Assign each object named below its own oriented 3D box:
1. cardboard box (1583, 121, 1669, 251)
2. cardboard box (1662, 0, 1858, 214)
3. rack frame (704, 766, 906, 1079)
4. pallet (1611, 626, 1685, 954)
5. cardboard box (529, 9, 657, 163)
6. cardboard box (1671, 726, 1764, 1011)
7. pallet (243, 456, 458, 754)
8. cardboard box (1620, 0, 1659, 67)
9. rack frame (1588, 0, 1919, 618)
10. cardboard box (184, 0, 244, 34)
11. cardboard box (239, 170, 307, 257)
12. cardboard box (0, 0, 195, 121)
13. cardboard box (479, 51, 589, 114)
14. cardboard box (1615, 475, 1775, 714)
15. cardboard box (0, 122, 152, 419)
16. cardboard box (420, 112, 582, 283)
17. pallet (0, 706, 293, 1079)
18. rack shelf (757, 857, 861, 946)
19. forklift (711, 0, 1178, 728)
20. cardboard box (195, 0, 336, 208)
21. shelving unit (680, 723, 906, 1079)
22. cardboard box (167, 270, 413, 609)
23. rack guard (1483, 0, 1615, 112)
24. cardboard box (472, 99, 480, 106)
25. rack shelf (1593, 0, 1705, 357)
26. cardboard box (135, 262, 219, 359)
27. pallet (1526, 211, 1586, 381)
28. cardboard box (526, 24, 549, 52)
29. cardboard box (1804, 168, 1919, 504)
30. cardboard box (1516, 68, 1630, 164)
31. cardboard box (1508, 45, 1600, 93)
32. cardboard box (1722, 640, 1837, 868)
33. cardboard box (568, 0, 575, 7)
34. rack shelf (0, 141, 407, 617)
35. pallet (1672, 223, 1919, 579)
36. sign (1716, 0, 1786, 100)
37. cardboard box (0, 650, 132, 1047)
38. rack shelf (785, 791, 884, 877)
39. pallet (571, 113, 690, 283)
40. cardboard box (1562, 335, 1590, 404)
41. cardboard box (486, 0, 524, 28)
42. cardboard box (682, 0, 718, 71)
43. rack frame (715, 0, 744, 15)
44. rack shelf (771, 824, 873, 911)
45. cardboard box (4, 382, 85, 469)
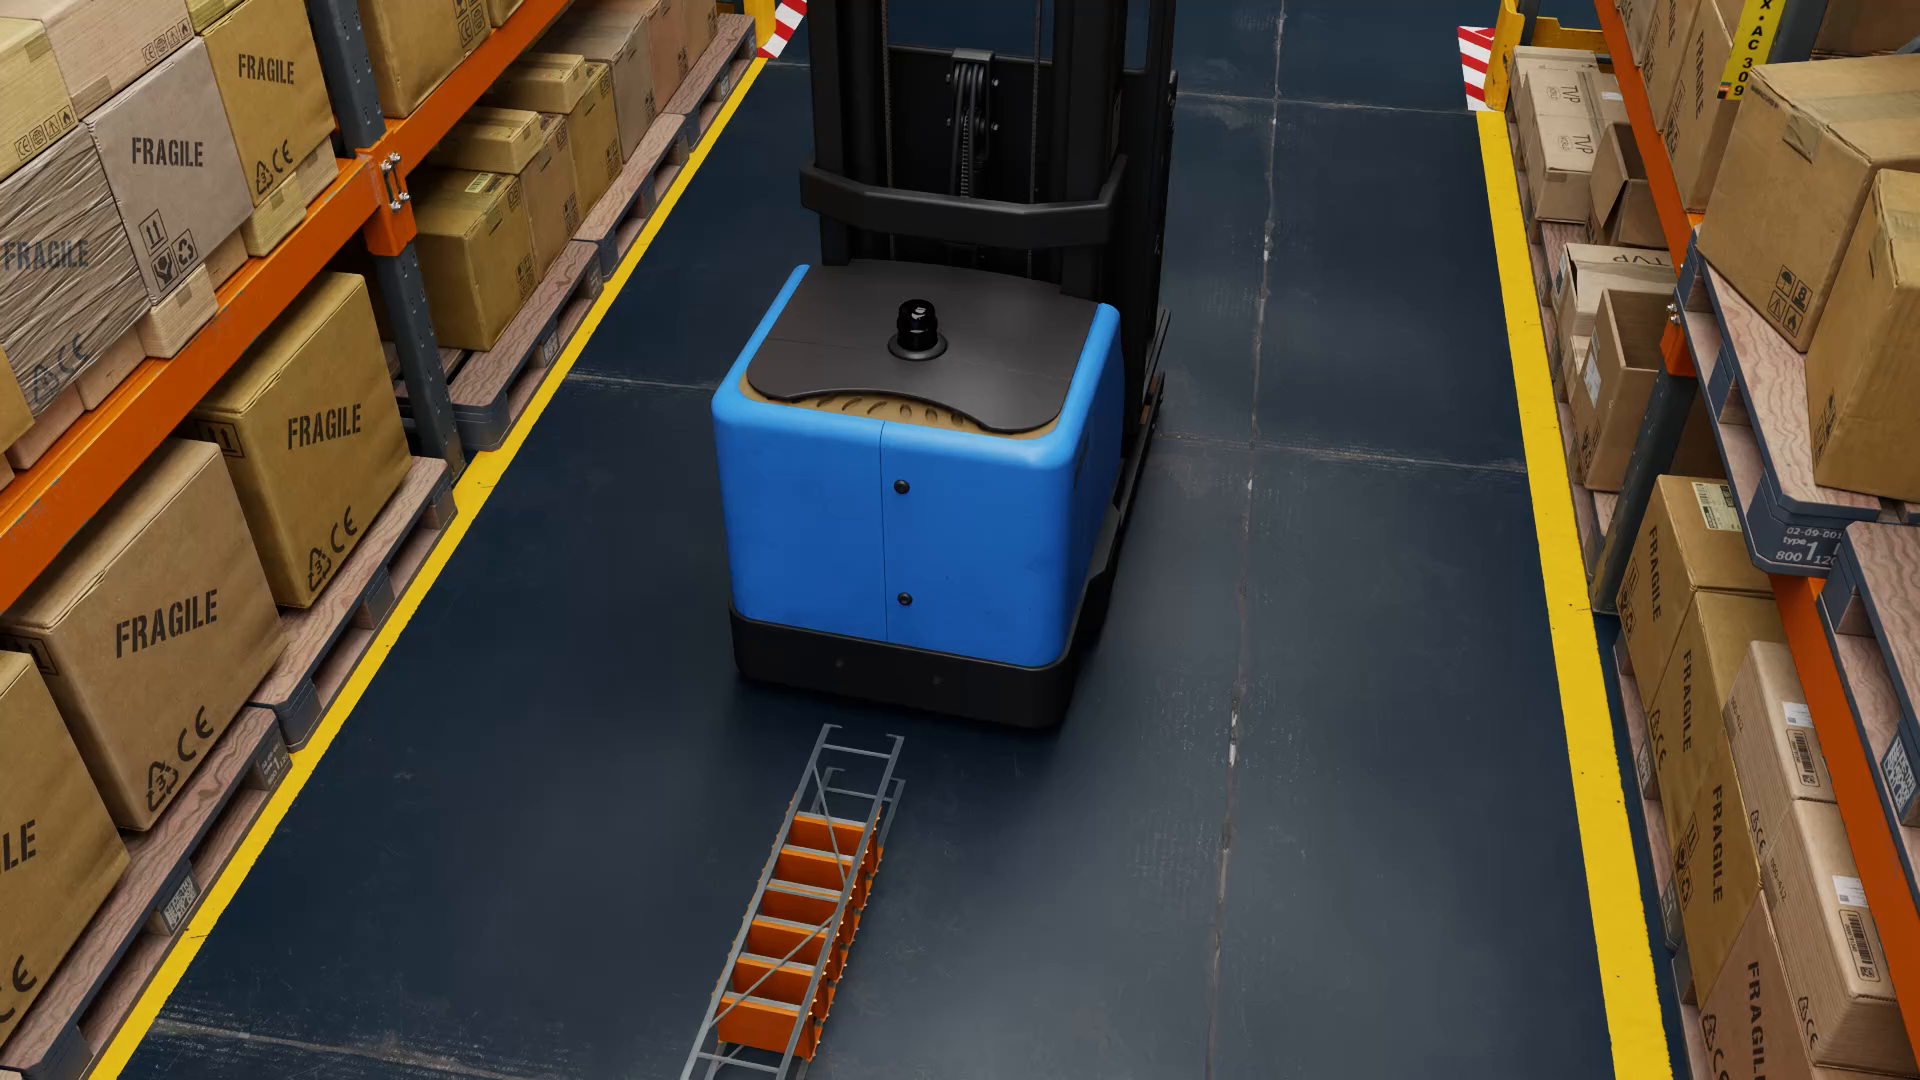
[{"bbox_3d":[2.897,-1.282,6.561,0.797,0.503,0.637,6,40,8],"label":"cardboard box"},{"bbox_3d":[2.410,-1.276,4.861,0.500,0.500,0.500,7,40,8],"label":"cardboard box"},{"bbox_3d":[-0.410,1.063,4.456,0.240,0.006,1.200,8,40,10],"label":"rack frame"},{"bbox_3d":[2.473,0.694,4.745,1.003,0.211,1.213,6,40,8],"label":"pallet"},{"bbox_3d":[-1.806,-2.068,7.529,0.700,0.500,0.500,5,40,6],"label":"cardboard box"},{"bbox_3d":[2.078,0.824,4.016,0.500,0.500,0.500,7,40,8],"label":"cardboard box"},{"bbox_3d":[-2.362,0.128,5.429,1.003,0.211,1.213,6,40,8],"label":"pallet"},{"bbox_3d":[2.585,-1.922,5.642,0.500,0.500,0.500,7,40,9],"label":"cardboard box"},{"bbox_3d":[2.576,-0.895,4.479,1.000,3.000,0.127,6,40,8],"label":"rack frame"},{"bbox_3d":[-2.132,-1.568,4.376,0.500,0.250,0.500,7,40,9],"label":"cardboard box"},{"bbox_3d":[-2.103,-0.946,4.721,0.380,0.149,0.250,7,40,8],"label":"cardboard box"},{"bbox_3d":[-2.230,-1.248,3.989,0.500,0.250,0.500,7,40,9],"label":"cardboard box"},{"bbox_3d":[-1.744,-1.868,6.778,0.380,0.149,0.250,5,40,6],"label":"cardboard box"},{"bbox_3d":[2.253,0.175,4.800,0.500,0.500,0.500,5,40,6],"label":"cardboard box"},{"bbox_3d":[-2.309,-0.647,3.851,0.500,0.500,0.500,6,40,8],"label":"cardboard box"},{"bbox_3d":[-1.983,-1.411,6.734,0.700,0.500,0.500,6,40,7],"label":"cardboard box"},{"bbox_3d":[-2.571,0.896,4.501,1.003,0.211,1.213,6,40,8],"label":"pallet"},{"bbox_3d":[-0.400,0.965,4.431,0.258,0.180,0.103,8,40,10],"label":"rack shelf"},{"bbox_3d":[0.152,-1.516,5.283,1.130,2.935,3.031,9,40,11],"label":"forklift"},{"bbox_3d":[-2.135,-1.282,4.620,0.500,0.500,0.500,6,40,7],"label":"cardboard box"},{"bbox_3d":[-0.410,0.992,4.398,0.258,0.189,1.200,8,40,10],"label":"shelving unit"},{"bbox_3d":[-2.288,-0.350,5.177,0.750,0.750,0.750,7,40,8],"label":"cardboard box"},{"bbox_3d":[3.256,-2.395,8.254,1.175,0.500,0.348,6,40,8],"label":"rack guard"},{"bbox_3d":[-2.159,-1.773,6.663,0.380,0.149,0.250,5,40,6],"label":"cardboard box"},{"bbox_3d":[2.923,-1.873,6.226,1.077,0.370,4.000,6,40,8],"label":"rack shelf"},{"bbox_3d":[-2.180,-0.616,4.322,0.380,0.149,0.250,6,40,8],"label":"cardboard box"},{"bbox_3d":[2.905,-1.019,6.817,1.003,0.211,1.213,6,40,8],"label":"pallet"},{"bbox_3d":[-2.027,-2.252,7.243,0.380,0.149,0.250,7,40,8],"label":"cardboard box"},{"bbox_3d":[2.218,-0.384,3.453,0.700,0.500,0.500,12,41,15],"label":"cardboard box"},{"bbox_3d":[2.809,-1.892,7.497,0.500,0.250,0.500,6,40,8],"label":"cardboard box"},{"bbox_3d":[2.858,-2.252,8.011,0.380,0.149,0.250,6,40,8],"label":"cardboard box"},{"bbox_3d":[2.080,0.514,3.802,0.500,0.250,0.500,6,40,8],"label":"cardboard box"},{"bbox_3d":[-1.940,-2.573,7.631,0.380,0.149,0.250,7,40,8],"label":"cardboard box"},{"bbox_3d":[-2.649,0.093,3.848,1.077,0.370,4.000,6,40,8],"label":"rack shelf"},{"bbox_3d":[2.331,-0.332,3.948,1.003,0.211,1.213,6,40,8],"label":"pallet"},{"bbox_3d":[2.041,-1.284,4.269,0.100,0.325,0.005,6,40,8],"label":"sign"},{"bbox_3d":[-2.581,0.742,3.856,0.750,0.750,0.750,6,40,7],"label":"cardboard box"},{"bbox_3d":[-0.346,0.816,4.612,0.258,0.180,0.103,8,40,10],"label":"rack shelf"},{"bbox_3d":[-1.886,-1.601,7.521,1.003,0.211,1.213,6,40,8],"label":"pallet"},{"bbox_3d":[2.401,-0.597,6.010,0.380,0.149,0.250,6,40,8],"label":"cardboard box"},{"bbox_3d":[-2.061,-2.351,6.004,0.980,0.700,0.700,5,40,7],"label":"cardboard box"},{"bbox_3d":[-1.634,-2.698,8.291,0.700,0.500,0.500,6,40,8],"label":"cardboard box"},{"bbox_3d":[-1.611,-3.949,8.173,1.000,3.000,0.127,6,40,8],"label":"rack frame"},{"bbox_3d":[-0.373,0.890,4.522,0.258,0.180,0.103,8,40,10],"label":"rack shelf"},{"bbox_3d":[-2.346,-0.314,3.957,0.380,0.149,0.250,5,40,6],"label":"cardboard box"}]
